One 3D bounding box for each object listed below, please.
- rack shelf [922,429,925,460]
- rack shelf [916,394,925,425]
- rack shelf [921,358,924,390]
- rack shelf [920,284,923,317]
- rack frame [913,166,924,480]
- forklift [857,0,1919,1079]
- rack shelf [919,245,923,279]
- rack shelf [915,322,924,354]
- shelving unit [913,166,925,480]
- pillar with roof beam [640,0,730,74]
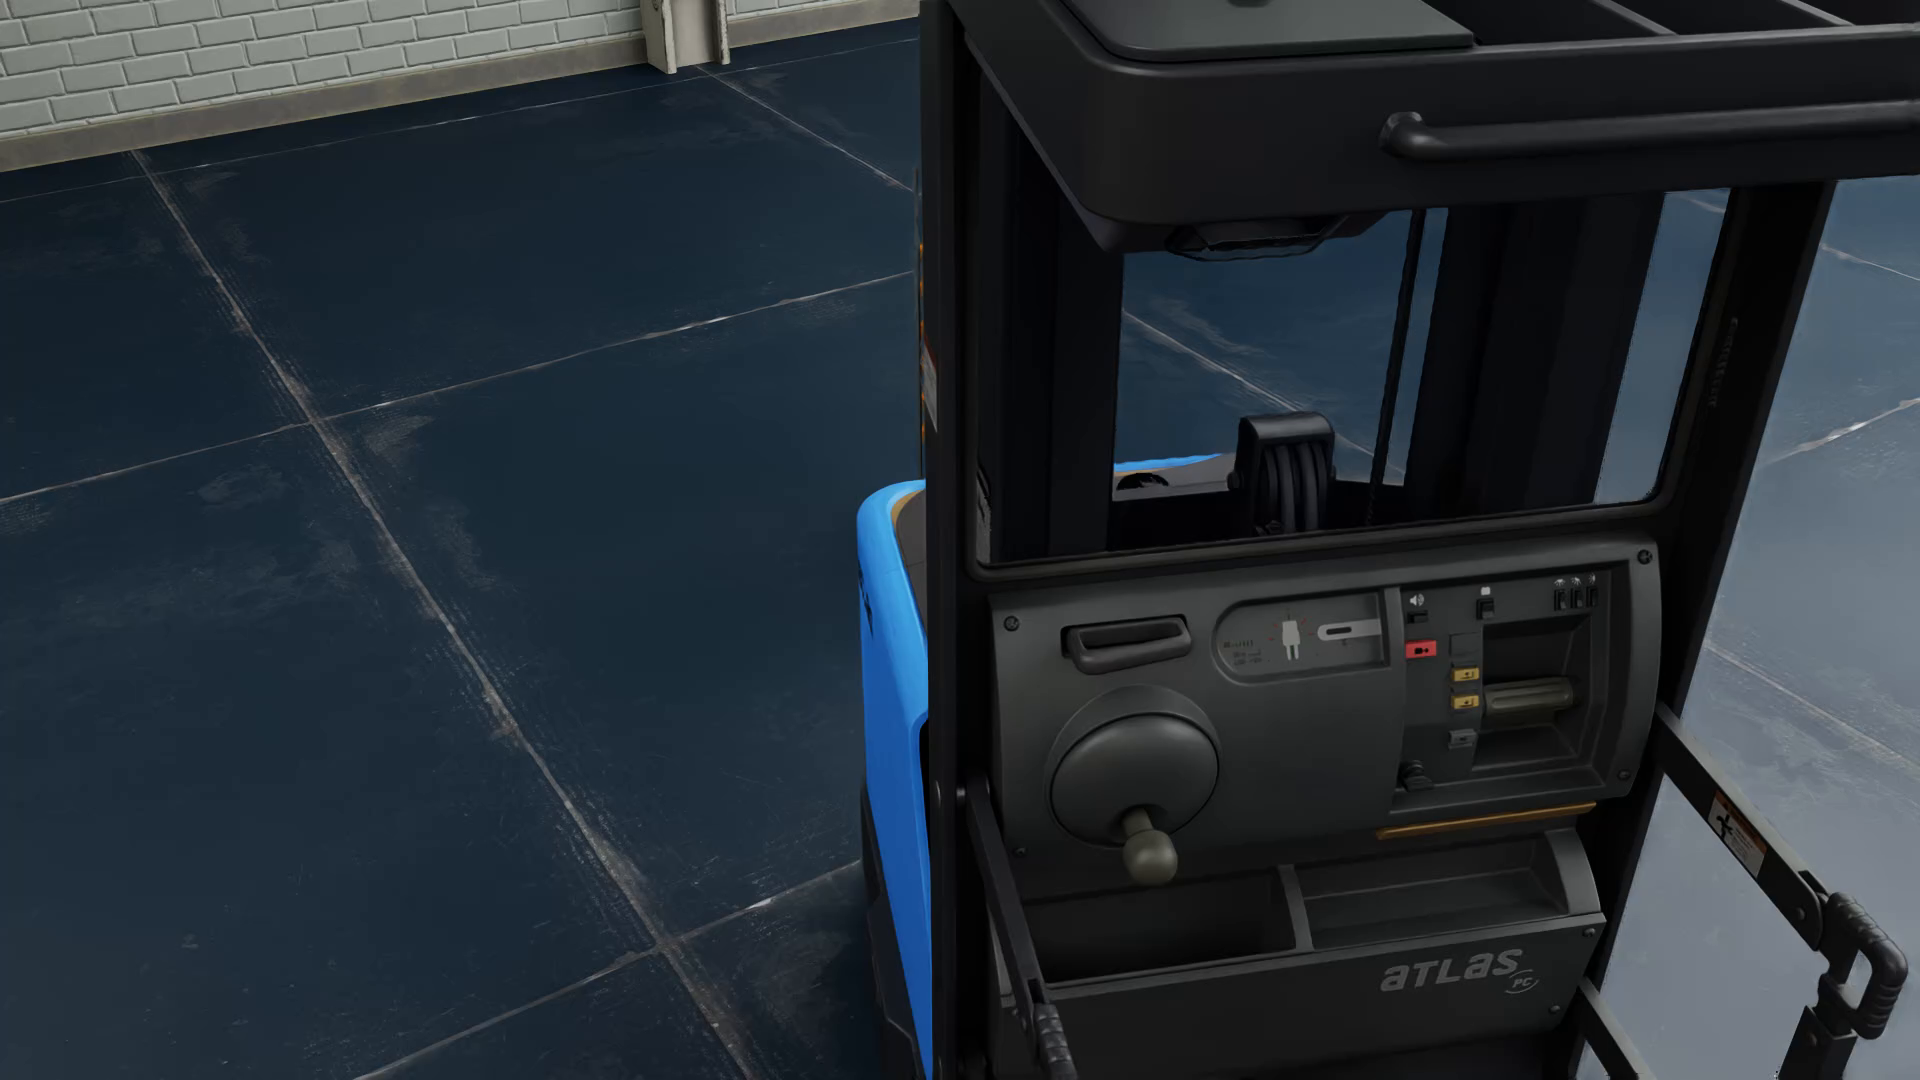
[{"bbox_3d":[0.012,-0.271,5.088,0.180,0.103,0.258,-19,37,-27],"label":"rack shelf"},{"bbox_3d":[0.012,-0.373,5.024,0.180,0.103,0.258,-19,37,-27],"label":"rack shelf"},{"bbox_3d":[0.012,-0.474,4.960,0.180,0.103,0.258,-19,37,-27],"label":"rack shelf"},{"bbox_3d":[0.012,-0.677,4.832,0.180,0.103,0.258,-19,37,-27],"label":"rack shelf"},{"bbox_3d":[-0.065,-0.485,4.895,0.006,1.200,0.240,-19,37,-27],"label":"rack frame"},{"bbox_3d":[0.544,0.279,2.061,1.130,2.935,3.031,-6,33,-9],"label":"forklift"},{"bbox_3d":[0.012,-0.779,4.768,0.180,0.103,0.258,-19,37,-27],"label":"rack shelf"},{"bbox_3d":[0.012,-0.576,4.896,0.180,0.103,0.258,-19,37,-27],"label":"rack shelf"},{"bbox_3d":[0.012,-0.512,4.937,0.189,1.200,0.258,-19,37,-27],"label":"shelving unit"},{"bbox_3d":[0.756,-4.649,4.186,0.400,9.000,9.100,-19,37,-27],"label":"pillar with roof beam"}]
